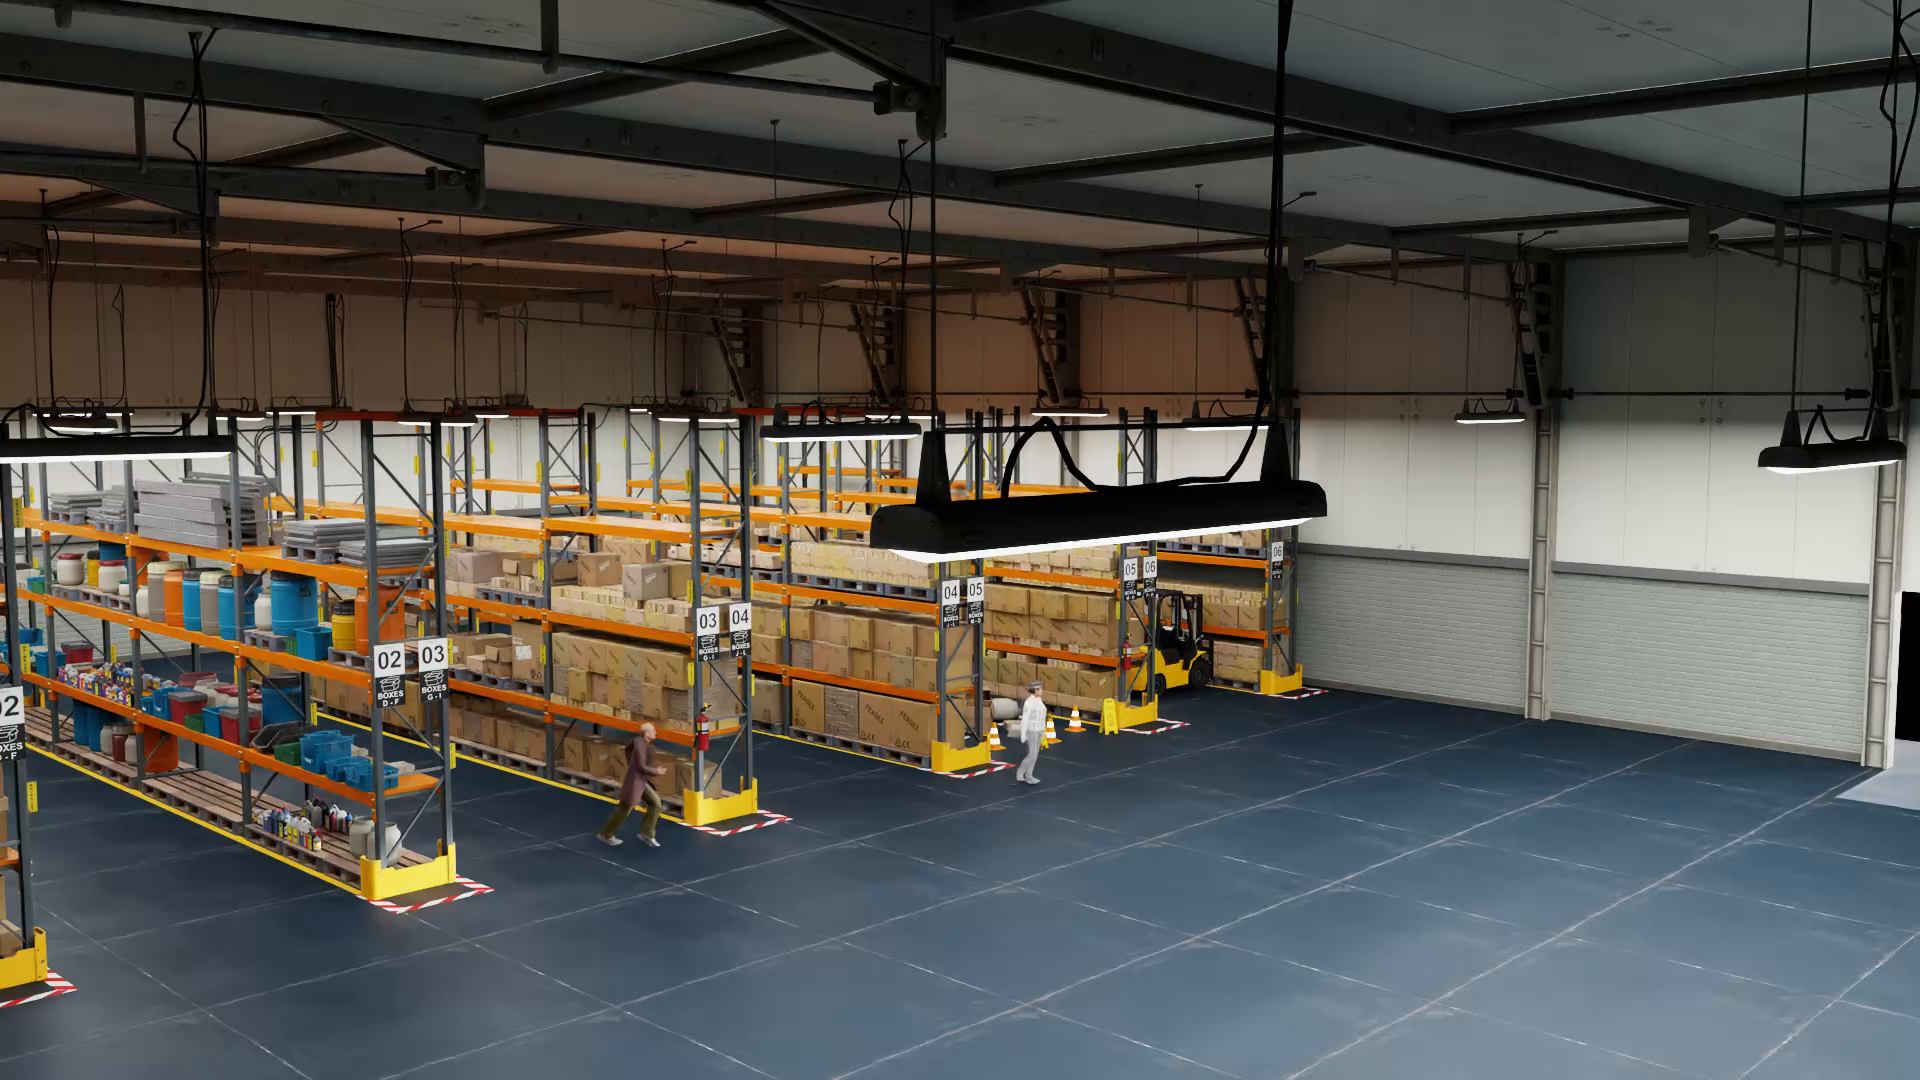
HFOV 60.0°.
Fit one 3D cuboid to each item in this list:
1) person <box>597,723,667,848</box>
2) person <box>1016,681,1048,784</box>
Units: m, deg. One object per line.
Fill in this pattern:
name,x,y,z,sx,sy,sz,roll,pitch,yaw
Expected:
person,-4.566,3.432,23.126,0.981,1.784,0.714,0,5,-4
person,1.155,3.109,26.927,0.447,1.662,0.560,3,6,32
